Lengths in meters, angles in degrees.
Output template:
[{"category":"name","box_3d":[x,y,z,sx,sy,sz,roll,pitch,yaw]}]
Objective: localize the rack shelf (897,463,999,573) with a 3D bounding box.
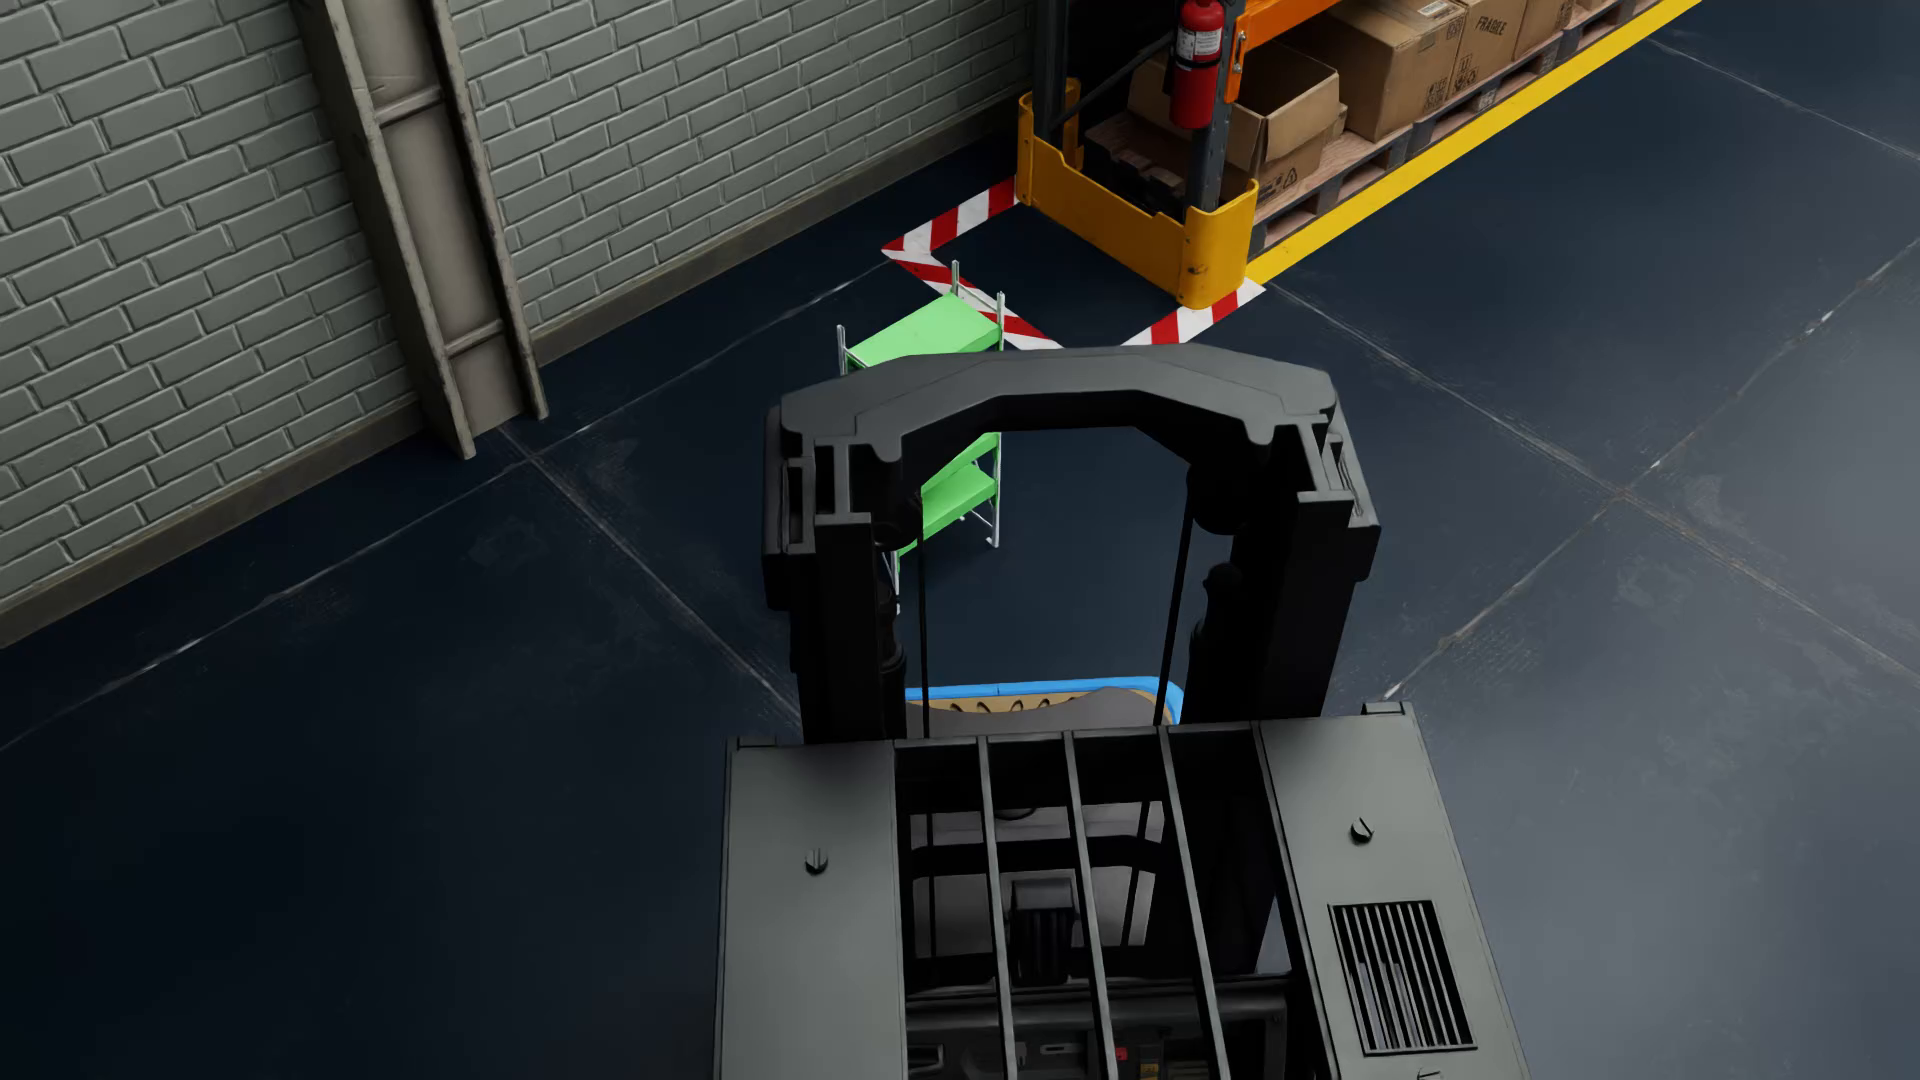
[{"category":"rack shelf","box_3d":[-0.122,-0.119,5.957,0.480,0.148,0.258,-34,56,-27]}]

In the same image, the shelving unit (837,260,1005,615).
[{"category":"shelving unit","box_3d":[-0.122,-0.325,5.734,0.503,1.200,0.258,-34,56,-27]}]

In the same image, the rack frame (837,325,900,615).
[{"category":"rack frame","box_3d":[-0.303,-0.204,5.622,0.015,1.200,0.240,-34,56,-27]}]

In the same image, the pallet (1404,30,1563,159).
[{"category":"pallet","box_3d":[2.245,-2.439,8.357,1.213,0.211,1.003,-34,56,-27]}]

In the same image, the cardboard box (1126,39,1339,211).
[{"category":"cardboard box","box_3d":[1.213,-1.899,7.374,0.637,0.503,0.797,-36,57,-28]}]

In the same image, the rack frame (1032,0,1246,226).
[{"category":"rack frame","box_3d":[0.697,-2.353,6.380,0.127,3.000,1.000,-34,56,-27]}]

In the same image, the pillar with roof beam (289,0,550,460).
[{"category":"pillar with roof beam","box_3d":[0.992,-1.203,1.237,0.400,9.000,9.100,-34,56,-27]}]

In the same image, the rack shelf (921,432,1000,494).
[{"category":"rack shelf","box_3d":[-0.122,-0.282,5.780,0.480,0.148,0.258,-34,56,-27]}]

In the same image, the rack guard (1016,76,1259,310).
[{"category":"rack guard","box_3d":[0.753,-1.543,7.333,0.348,0.500,1.175,-34,56,-27]}]

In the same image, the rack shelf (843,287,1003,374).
[{"category":"rack shelf","box_3d":[-0.122,-0.607,5.428,0.480,0.148,0.258,-34,56,-27]}]

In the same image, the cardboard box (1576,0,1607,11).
[{"category":"cardboard box","box_3d":[3.178,-2.934,8.491,0.258,0.266,0.396,-32,55,-26]}]

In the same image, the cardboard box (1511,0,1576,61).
[{"category":"cardboard box","box_3d":[2.640,-2.813,8.220,0.500,0.500,0.700,-36,57,-28]}]

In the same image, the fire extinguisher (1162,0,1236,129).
[{"category":"fire extinguisher","box_3d":[0.899,-1.876,6.246,0.183,0.674,0.296,-34,56,-27]}]

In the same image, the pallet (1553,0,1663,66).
[{"category":"pallet","box_3d":[3.148,-3.046,8.917,1.213,0.211,1.003,-34,56,-27]}]

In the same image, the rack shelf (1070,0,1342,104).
[{"category":"rack shelf","box_3d":[2.177,-3.098,7.557,4.000,0.370,1.077,-34,56,-27]}]

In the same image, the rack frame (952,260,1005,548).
[{"category":"rack frame","box_3d":[0.058,-0.446,5.845,0.015,1.200,0.240,-34,56,-27]}]

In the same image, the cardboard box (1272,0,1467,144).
[{"category":"cardboard box","box_3d":[1.872,-2.300,7.746,0.500,0.500,0.700,-32,55,-26]}]

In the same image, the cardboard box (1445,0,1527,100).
[{"category":"cardboard box","box_3d":[2.330,-2.507,7.937,0.500,0.500,0.500,-33,55,-27]}]

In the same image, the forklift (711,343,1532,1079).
[{"category":"forklift","box_3d":[0.196,1.200,3.149,1.130,2.935,3.031,-3,47,-3]}]

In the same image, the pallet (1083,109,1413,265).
[{"category":"pallet","box_3d":[1.342,-1.839,7.804,1.213,0.211,1.003,-34,56,-27]}]

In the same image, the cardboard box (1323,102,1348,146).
[{"category":"cardboard box","box_3d":[1.554,-1.968,7.679,0.250,0.149,0.380,-36,57,-28]}]
